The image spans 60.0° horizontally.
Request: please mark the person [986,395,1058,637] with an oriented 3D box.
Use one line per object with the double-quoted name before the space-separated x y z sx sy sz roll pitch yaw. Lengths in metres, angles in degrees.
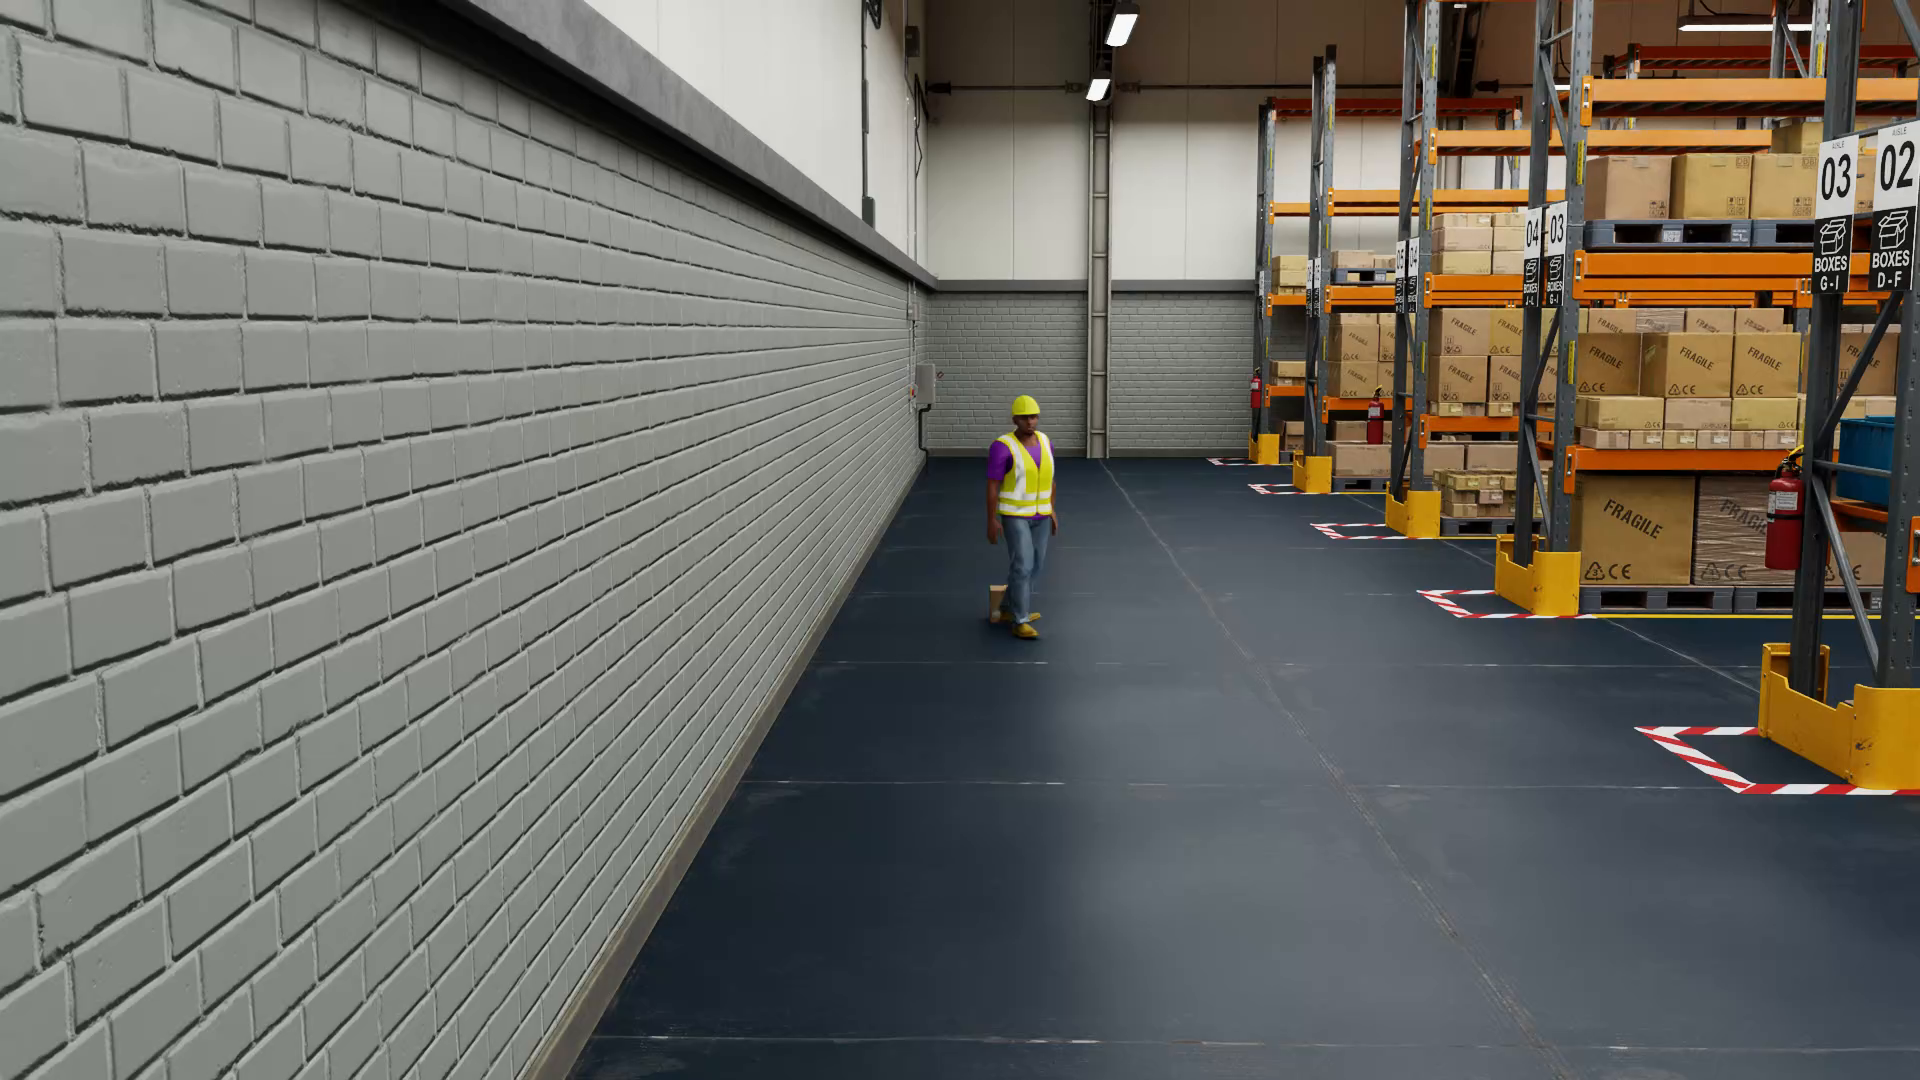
"person" 0.429 -0.180 12.137 0.607 1.755 0.580 -6 9 -38
